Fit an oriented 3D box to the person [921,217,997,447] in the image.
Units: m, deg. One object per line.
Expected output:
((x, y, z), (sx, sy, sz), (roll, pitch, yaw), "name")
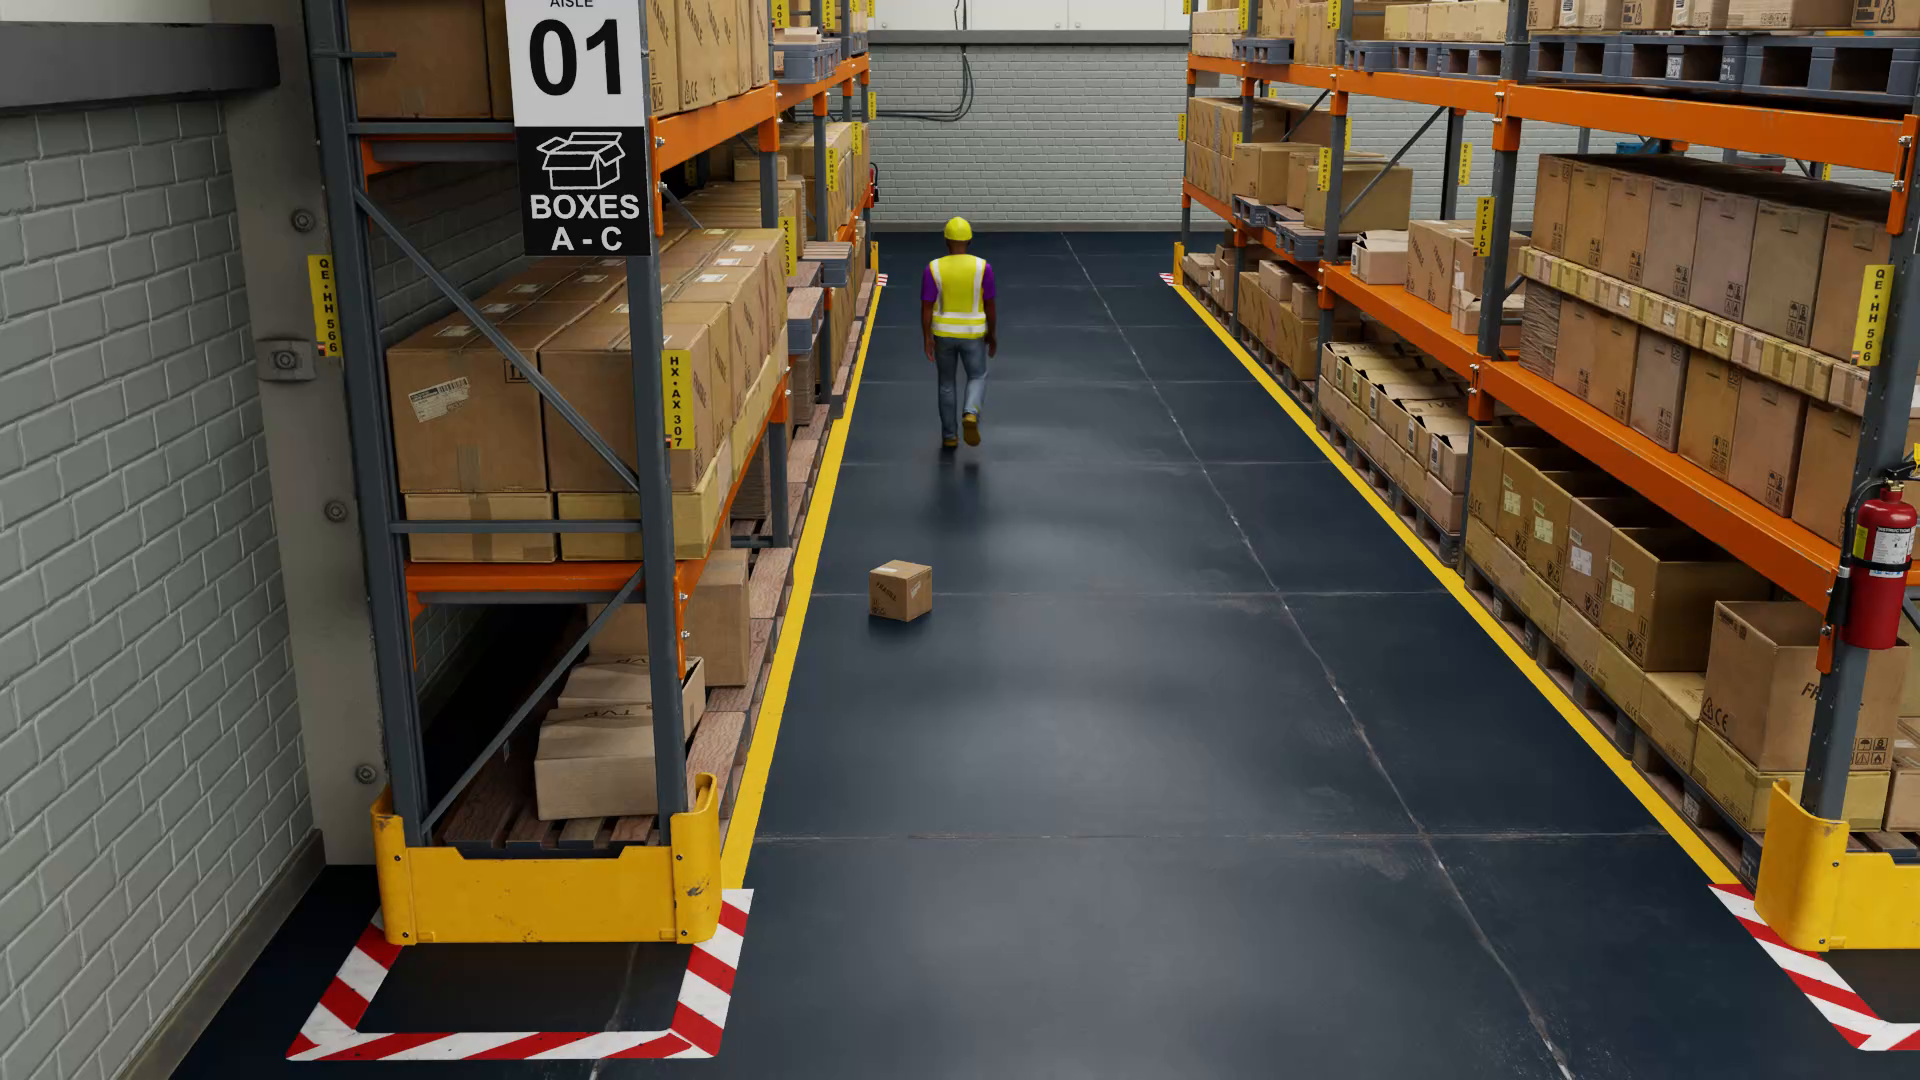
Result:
((-0.006, -1.541, 12.496), (0.566, 1.754, 0.706), (1, 17, 3), "person")
